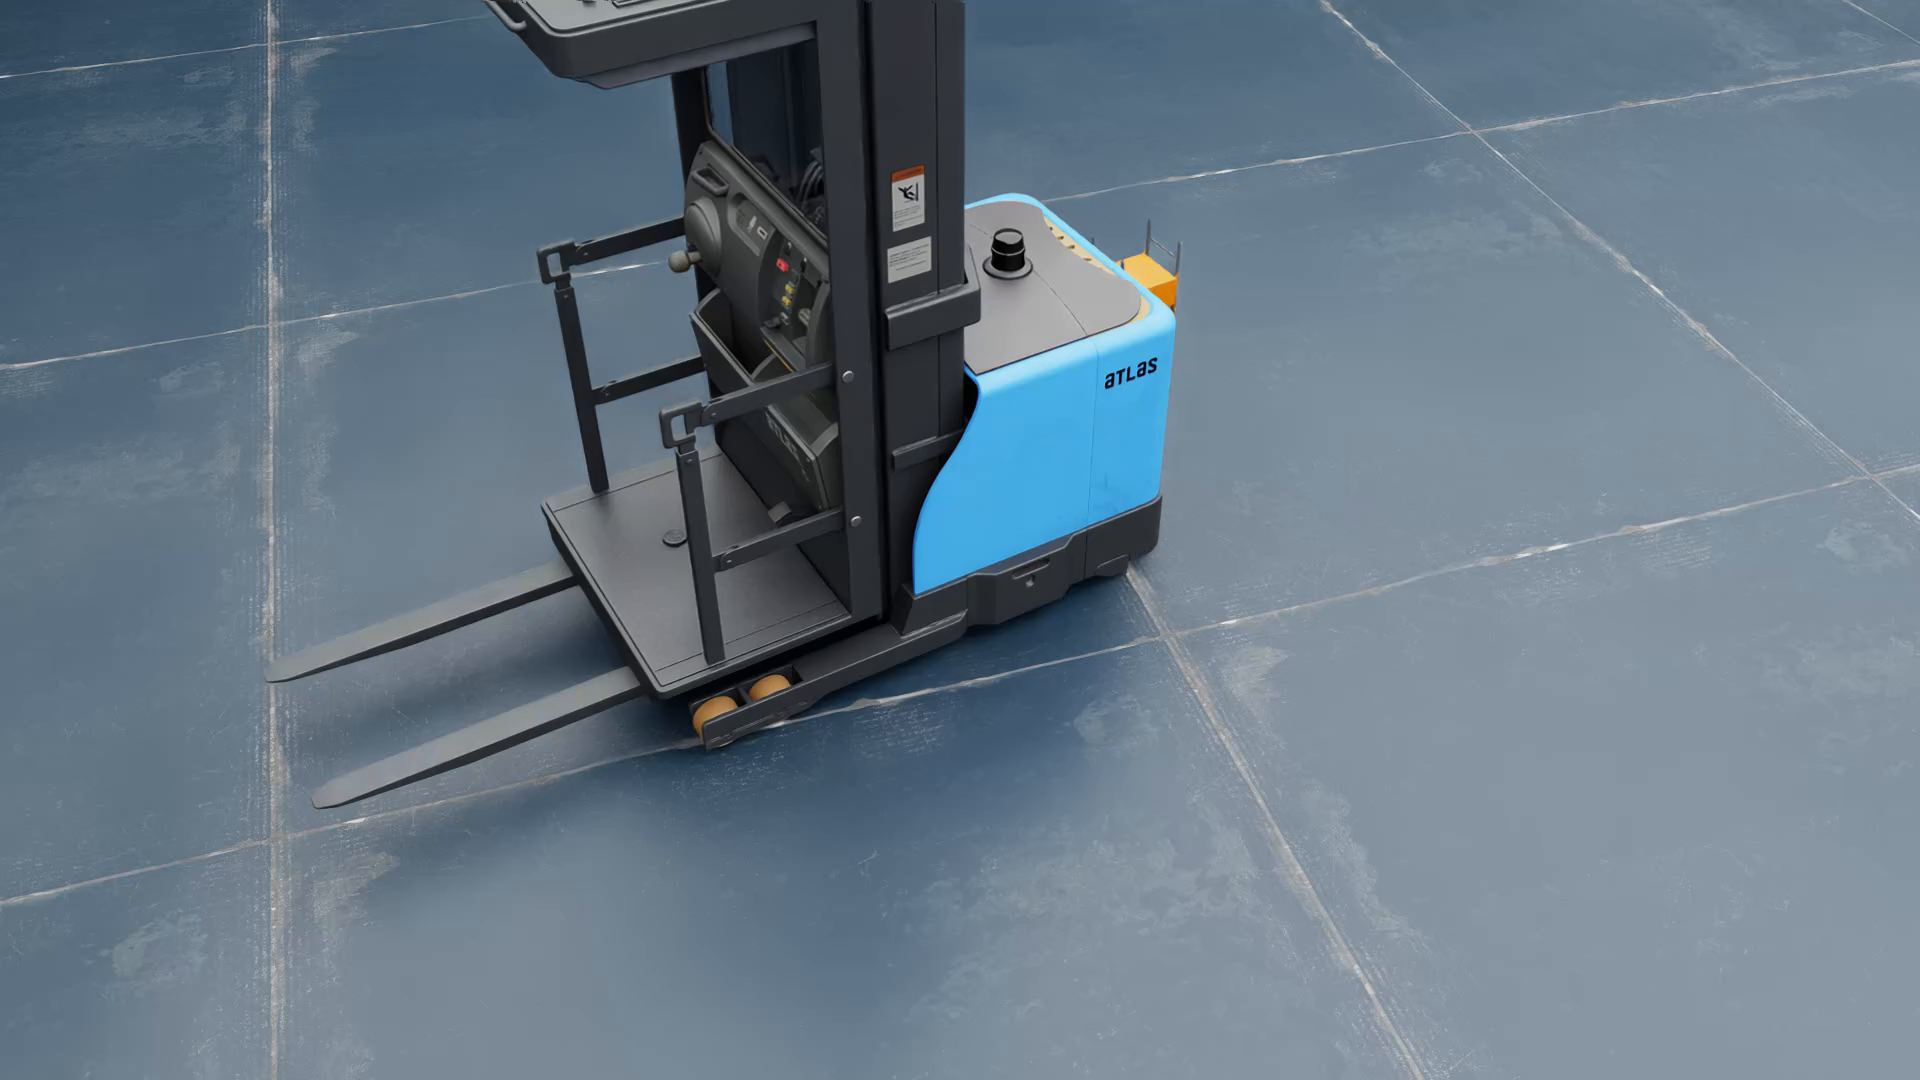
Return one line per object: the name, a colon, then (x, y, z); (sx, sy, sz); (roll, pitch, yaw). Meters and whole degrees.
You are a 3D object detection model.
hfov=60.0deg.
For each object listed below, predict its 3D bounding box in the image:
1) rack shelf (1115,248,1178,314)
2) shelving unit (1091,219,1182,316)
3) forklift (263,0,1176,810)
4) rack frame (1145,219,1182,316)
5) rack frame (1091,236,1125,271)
rack shelf: (0.623, -0.868, 6.030); (0.240, 0.259, 0.215); (-21, 45, -22)
shelving unit: (0.623, -0.662, 6.210); (0.252, 1.050, 0.215); (-21, 45, -22)
forklift: (-0.800, -0.824, 4.965); (3.031, 2.935, 1.130); (-21, 45, -22)
rack frame: (0.728, -0.703, 6.257); (0.008, 1.050, 0.200); (-21, 45, -22)
rack frame: (0.518, -0.621, 6.163); (0.008, 1.050, 0.200); (-21, 45, -22)
